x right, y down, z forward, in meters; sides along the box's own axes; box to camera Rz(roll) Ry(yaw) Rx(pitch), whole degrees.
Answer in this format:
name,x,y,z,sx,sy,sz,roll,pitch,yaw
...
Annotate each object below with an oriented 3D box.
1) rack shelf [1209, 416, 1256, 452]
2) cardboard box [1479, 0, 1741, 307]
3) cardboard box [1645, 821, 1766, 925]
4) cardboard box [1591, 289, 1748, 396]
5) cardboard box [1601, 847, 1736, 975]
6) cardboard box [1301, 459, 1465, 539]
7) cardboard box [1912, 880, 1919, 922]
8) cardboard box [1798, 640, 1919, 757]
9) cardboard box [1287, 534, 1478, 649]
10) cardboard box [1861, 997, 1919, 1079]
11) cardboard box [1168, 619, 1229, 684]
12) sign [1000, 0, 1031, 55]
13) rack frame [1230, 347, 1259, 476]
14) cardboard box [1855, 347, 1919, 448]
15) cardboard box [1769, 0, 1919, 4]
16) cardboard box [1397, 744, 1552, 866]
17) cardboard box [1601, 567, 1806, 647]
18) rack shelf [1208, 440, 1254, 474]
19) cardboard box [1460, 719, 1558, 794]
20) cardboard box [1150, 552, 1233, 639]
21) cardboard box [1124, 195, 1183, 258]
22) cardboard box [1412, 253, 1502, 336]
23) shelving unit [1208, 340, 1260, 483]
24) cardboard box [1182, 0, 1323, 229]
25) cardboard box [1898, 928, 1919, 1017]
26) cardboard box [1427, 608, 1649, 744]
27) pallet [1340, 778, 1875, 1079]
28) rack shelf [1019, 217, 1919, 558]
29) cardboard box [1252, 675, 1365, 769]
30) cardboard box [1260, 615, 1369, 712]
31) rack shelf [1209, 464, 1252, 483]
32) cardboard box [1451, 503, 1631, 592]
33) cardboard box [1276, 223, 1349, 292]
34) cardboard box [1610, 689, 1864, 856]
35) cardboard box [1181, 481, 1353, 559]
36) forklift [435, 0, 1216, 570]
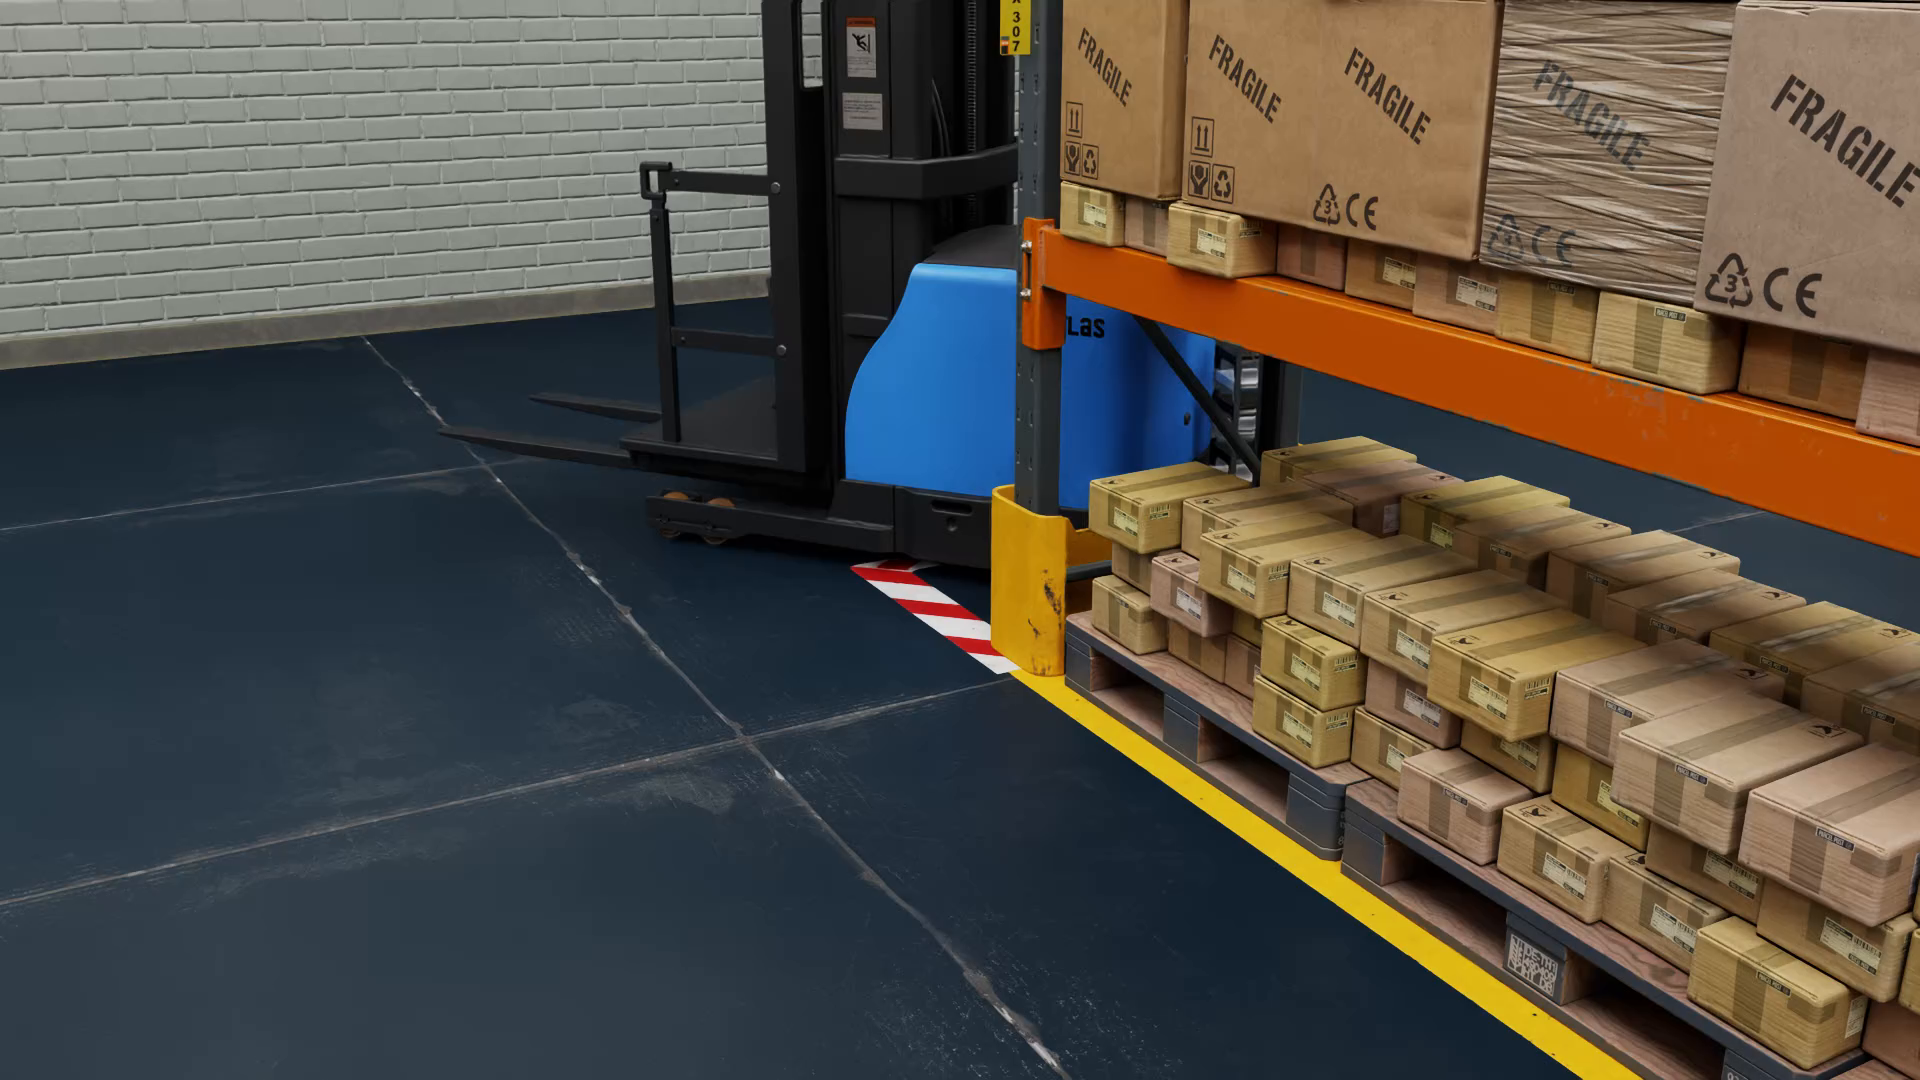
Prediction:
name,x,y,z,sx,sy,sz,roll,pitch,yaw
rack shelf,1.053,-0.386,5.971,0.258,0.077,0.200,-4,19,-11
cardboard box,1.348,-0.742,3.075,0.500,0.500,0.500,-11,22,-28
cardboard box,1.540,0.564,3.168,0.380,0.149,0.250,-11,22,-29
cardboard box,1.384,-0.380,3.020,0.380,0.149,0.250,-10,21,-26
cardboard box,1.489,0.691,3.256,0.380,0.149,0.250,-10,21,-26
cardboard box,1.175,-0.102,4.644,0.380,0.149,0.250,-10,21,-26
cardboard box,1.798,0.566,2.706,0.380,0.149,0.250,-9,21,-25
cardboard box,1.913,0.346,3.346,0.380,0.149,0.250,-11,22,-29
cardboard box,1.016,0.118,4.005,0.380,0.149,0.250,-11,22,-29
cardboard box,1.795,0.826,2.866,0.380,0.149,0.250,-11,22,-28
cardboard box,0.796,0.248,4.542,0.380,0.149,0.250,-10,21,-27
sign,0.155,-1.489,4.521,0.100,0.325,0.005,-10,21,-27
rack frame,1.074,-0.385,5.866,0.240,0.900,0.006,-4,19,-11
cardboard box,1.641,-0.237,2.604,0.380,0.149,0.250,-11,22,-29
cardboard box,1.590,-1.066,2.480,0.500,0.500,0.500,-9,21,-25
cardboard box,1.191,0.552,3.661,0.380,0.149,0.250,-11,22,-29
cardboard box,1.682,0.198,3.774,0.380,0.149,0.250,-11,22,-28
rack shelf,1.053,-0.301,6.001,0.258,0.077,0.200,-4,19,-11
cardboard box,1.331,0.402,3.638,0.380,0.149,0.250,-9,21,-24
cardboard box,0.735,0.122,4.450,0.380,0.149,0.250,-10,21,-27
cardboard box,0.655,-0.835,4.337,0.380,0.149,0.250,-9,21,-25
cardboard box,1.179,-0.539,3.480,0.380,0.149,0.250,-10,22,-28
shelving unit,1.053,-0.417,5.960,0.258,0.900,0.210,-4,19,-11
cardboard box,0.879,-1.030,3.910,0.500,0.500,0.500,-10,21,-27
cardboard box,1.787,0.715,2.733,0.380,0.149,0.250,-10,21,-26
cardboard box,1.224,0.282,3.531,0.380,0.149,0.250,-10,21,-26
pallet,1.598,0.765,3.592,1.003,0.211,1.213,-10,21,-27
rack shelf,1.582,-0.250,3.359,1.077,0.370,4.000,-10,21,-27
cardboard box,0.945,0.408,4.076,0.380,0.149,0.250,-10,21,-26
cardboard box,0.956,0.269,4.024,0.380,0.149,0.250,-9,21,-25
rack shelf,1.053,-0.215,6.030,0.258,0.077,0.200,-4,19,-11
cardboard box,1.477,0.037,4.242,0.380,0.149,0.250,-11,22,-29
cardboard box,0.979,-0.696,3.935,0.380,0.149,0.250,-9,21,-24
cardboard box,1.450,0.427,3.109,0.380,0.149,0.250,-11,22,-29
cardboard box,0.819,-0.032,4.442,0.380,0.149,0.250,-10,21,-26
forklift,-0.608,-1.517,6.035,3.031,2.935,1.130,8,21,22
